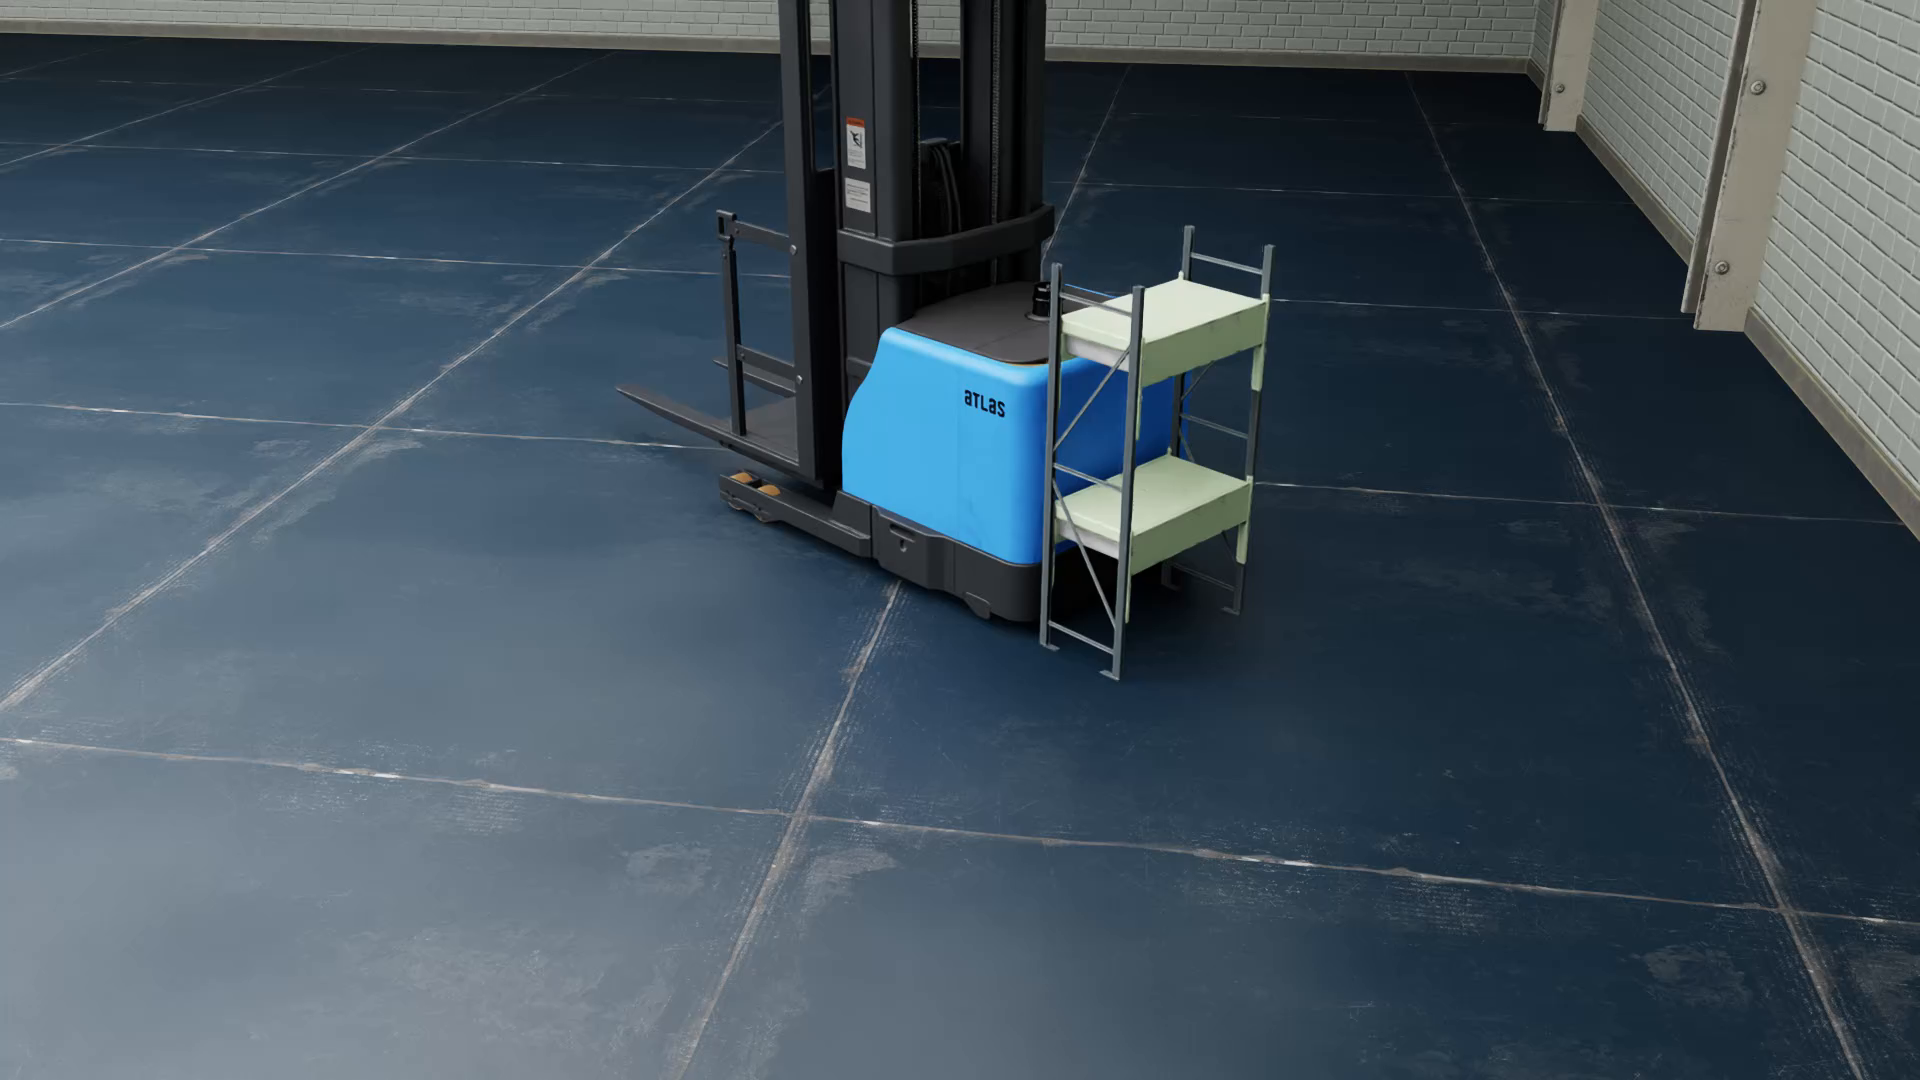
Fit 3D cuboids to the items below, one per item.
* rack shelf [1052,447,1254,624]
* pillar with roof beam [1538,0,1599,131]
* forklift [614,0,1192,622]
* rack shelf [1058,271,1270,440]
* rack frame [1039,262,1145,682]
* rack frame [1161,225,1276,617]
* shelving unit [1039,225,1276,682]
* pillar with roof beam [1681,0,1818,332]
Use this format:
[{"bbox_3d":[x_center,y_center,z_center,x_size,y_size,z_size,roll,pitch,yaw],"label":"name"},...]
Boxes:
[{"bbox_3d":[0.717,-0.033,6.315,0.720,0.370,0.431,-23,34,-39],"label":"rack shelf"},{"bbox_3d":[1.314,-8.215,14.186,9.100,9.000,0.400,4,25,9],"label":"pillar with roof beam"},{"bbox_3d":[-0.444,-1.541,7.084,1.130,2.935,3.031,-23,33,-39],"label":"forklift"},{"bbox_3d":[0.722,-0.680,6.007,0.720,0.370,0.431,-23,34,-39],"label":"rack shelf"},{"bbox_3d":[0.459,-0.219,5.942,0.023,1.500,0.400,-23,34,-39],"label":"rack frame"},{"bbox_3d":[0.980,-0.437,6.408,0.023,1.500,0.400,-23,34,-39],"label":"rack frame"},{"bbox_3d":[0.720,-0.328,6.175,0.755,1.500,0.431,-23,34,-39],"label":"shelving unit"},{"bbox_3d":[0.333,-5.706,8.825,9.100,9.000,0.400,4,25,9],"label":"pillar with roof beam"}]
